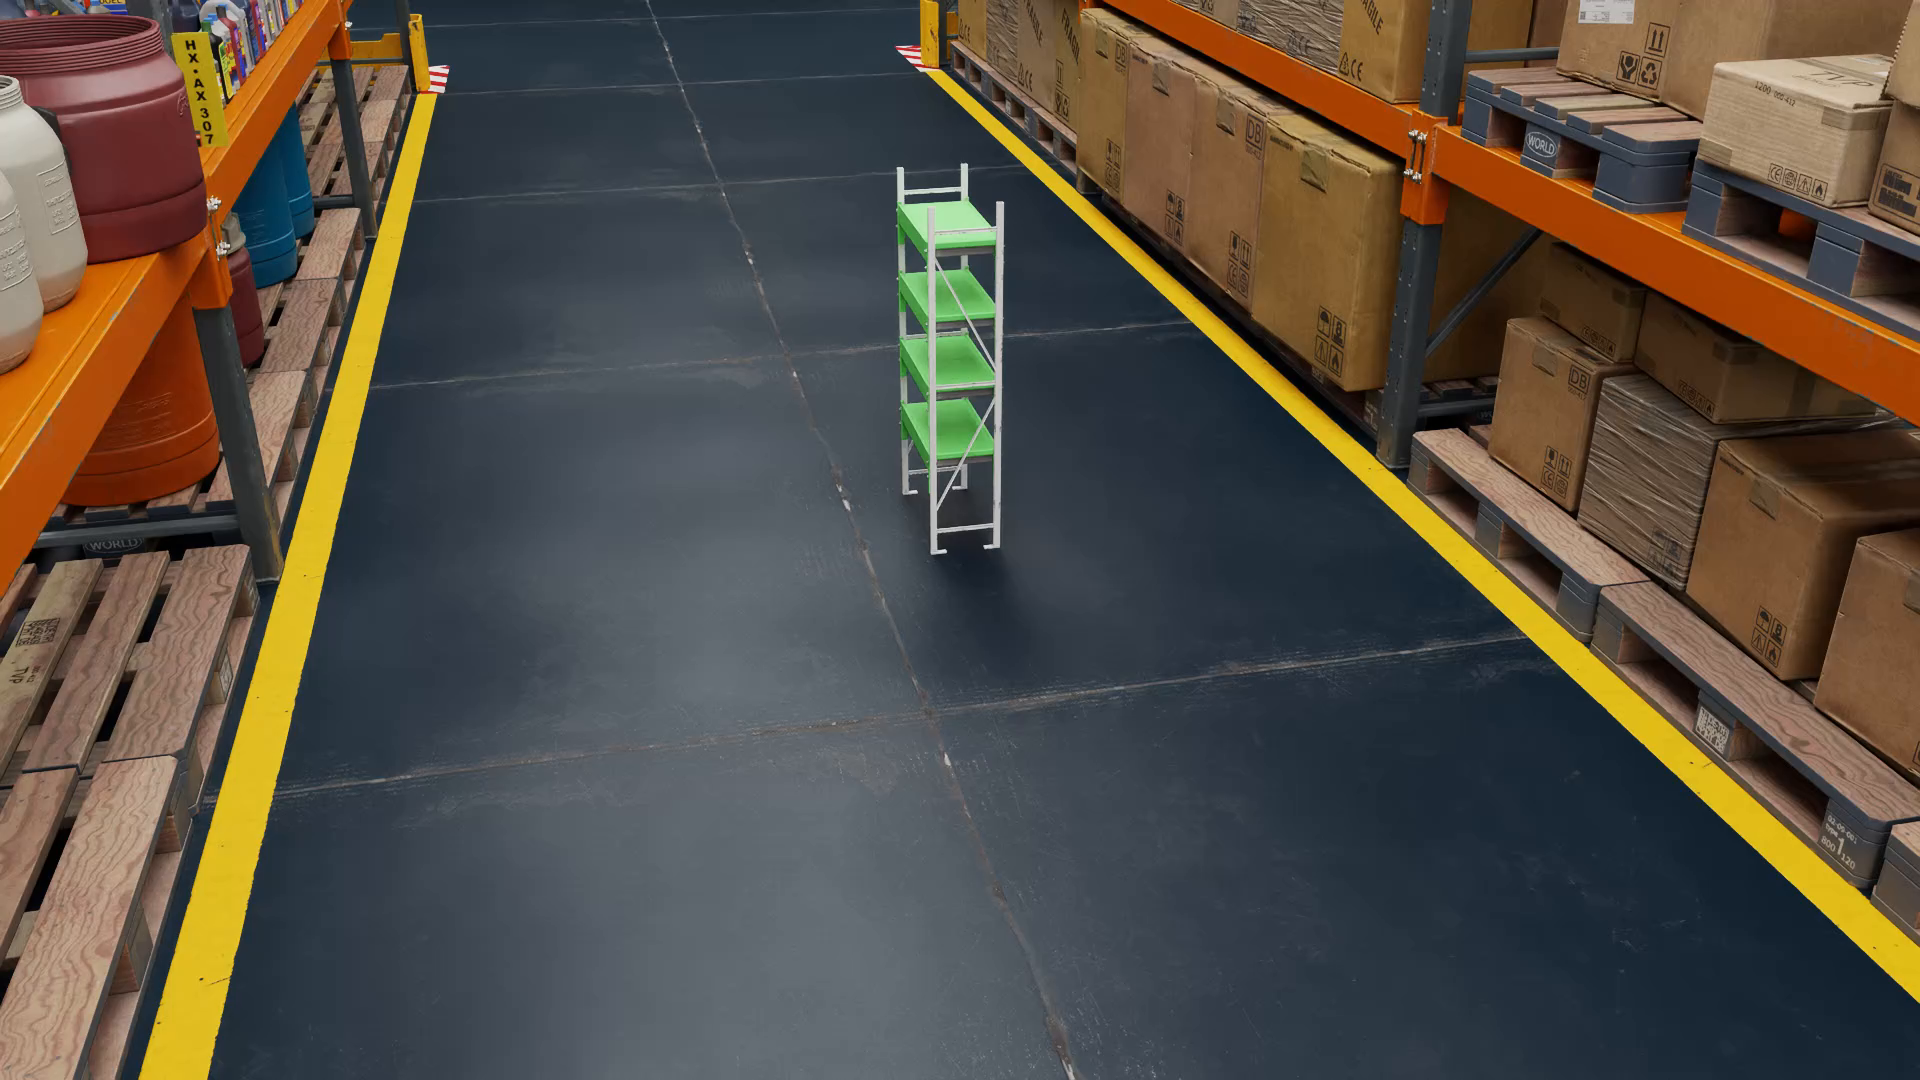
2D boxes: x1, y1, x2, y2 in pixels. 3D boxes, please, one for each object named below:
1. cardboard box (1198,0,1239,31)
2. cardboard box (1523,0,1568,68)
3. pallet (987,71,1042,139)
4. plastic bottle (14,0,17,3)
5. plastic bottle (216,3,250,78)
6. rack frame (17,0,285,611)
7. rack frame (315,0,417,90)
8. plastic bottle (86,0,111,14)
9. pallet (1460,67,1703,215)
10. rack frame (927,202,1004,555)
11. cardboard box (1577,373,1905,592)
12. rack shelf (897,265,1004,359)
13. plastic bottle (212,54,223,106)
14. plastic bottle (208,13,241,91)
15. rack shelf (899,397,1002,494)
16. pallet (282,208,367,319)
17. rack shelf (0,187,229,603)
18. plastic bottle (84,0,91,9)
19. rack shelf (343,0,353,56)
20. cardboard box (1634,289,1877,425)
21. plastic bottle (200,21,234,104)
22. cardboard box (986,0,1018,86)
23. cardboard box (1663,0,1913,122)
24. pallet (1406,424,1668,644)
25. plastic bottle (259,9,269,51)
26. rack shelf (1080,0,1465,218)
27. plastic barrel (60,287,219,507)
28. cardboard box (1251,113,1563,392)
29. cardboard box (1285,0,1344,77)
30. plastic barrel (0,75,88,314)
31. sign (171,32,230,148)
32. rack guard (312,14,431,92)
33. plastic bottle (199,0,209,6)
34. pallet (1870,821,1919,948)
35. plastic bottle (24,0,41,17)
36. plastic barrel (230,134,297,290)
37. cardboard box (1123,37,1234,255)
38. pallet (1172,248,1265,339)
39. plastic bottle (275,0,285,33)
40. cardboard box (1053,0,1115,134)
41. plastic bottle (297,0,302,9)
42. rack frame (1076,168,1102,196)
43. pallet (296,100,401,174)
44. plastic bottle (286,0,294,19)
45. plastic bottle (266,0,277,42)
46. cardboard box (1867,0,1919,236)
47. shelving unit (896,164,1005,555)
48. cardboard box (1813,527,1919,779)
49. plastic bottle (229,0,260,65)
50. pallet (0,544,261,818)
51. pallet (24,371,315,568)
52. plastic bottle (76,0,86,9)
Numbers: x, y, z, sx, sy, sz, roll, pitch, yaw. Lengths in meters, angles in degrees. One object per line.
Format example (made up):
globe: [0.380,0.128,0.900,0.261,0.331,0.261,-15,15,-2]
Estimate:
cardboard box: [1.396,-2.581,7.424,0.500,0.500,0.500,-5,27,-11]
cardboard box: [2.245,-1.960,6.194,0.500,0.500,0.500,-5,27,-10]
pallet: [0.814,-3.064,11.586,1.003,0.211,1.213,-6,27,-12]
plastic bottle: [-3.572,-1.895,6.305,0.061,0.283,0.133,-6,27,-12]
plastic bottle: [-2.778,-1.898,6.324,0.097,0.271,0.097,0,27,0]
rack frame: [-2.736,-1.172,4.742,1.000,3.000,0.127,-6,27,-12]
rack frame: [-4.539,-4.684,11.700,1.000,3.000,0.127,-6,27,-12]
plastic bottle: [-3.526,-2.110,6.821,0.097,0.201,0.097,0,27,0]
pallet: [2.354,-1.287,5.184,1.213,0.211,1.003,-6,27,-12]
rack frame: [0.018,-0.501,5.411,0.240,1.200,0.015,-6,27,-12]
cardboard box: [2.397,-0.221,5.144,0.700,0.500,0.500,-8,28,-16]
rack shelf: [-0.037,-0.766,5.544,0.258,0.148,0.480,-6,27,-12]
plastic bottle: [-2.609,-1.609,5.738,0.061,0.283,0.133,-6,27,-12]
plastic bottle: [-2.726,-1.796,6.123,0.097,0.271,0.097,0,27,0]
rack shelf: [-0.037,-0.337,5.761,0.258,0.148,0.480,-6,27,-12]
pallet: [-3.504,-1.340,8.170,1.003,0.211,1.213,-6,27,-12]
rack shelf: [-2.285,0.028,3.165,1.077,0.370,4.000,-6,27,-12]
plastic bottle: [-3.696,-2.224,6.965,0.152,0.276,0.135,-6,27,-12]
rack shelf: [-4.088,-3.484,10.123,1.077,0.370,4.000,-6,27,-12]
cardboard box: [2.399,-0.567,4.998,0.500,0.250,0.500,-3,27,-6]
plastic bottle: [-2.661,-1.710,5.939,0.061,0.283,0.133,-6,27,-12]
cardboard box: [0.714,-3.753,11.749,0.875,0.875,0.875,-6,27,-12]
cardboard box: [2.473,-1.439,4.695,0.700,0.500,0.500,-2,27,-4]
pallet: [2.264,-0.087,5.687,1.003,0.211,1.213,-6,27,-12]
plastic bottle: [-2.902,-2.108,6.818,0.097,0.201,0.097,0,27,0]
rack shelf: [1.639,-2.231,7.640,1.077,0.370,4.000,-6,27,-12]
plastic barrel: [-2.863,-0.603,5.559,0.600,0.830,0.708,-6,27,-12]
cardboard box: [1.954,-1.219,6.727,1.225,0.875,0.875,-7,28,-14]
cardboard box: [1.630,-2.130,6.530,0.500,0.500,0.500,-6,27,-12]
plastic barrel: [-2.296,-0.792,3.865,0.421,0.512,0.421,0,27,0]
sign: [-2.202,-1.303,4.822,0.100,0.325,0.005,-6,27,-12]
rack guard: [-4.557,-3.577,12.282,1.175,0.500,0.348,-6,27,-12]
plastic bottle: [-3.073,-2.166,6.856,0.097,0.271,0.097,0,27,0]
pallet: [2.814,0.985,3.565,1.003,0.211,1.213,-6,27,-12]
plastic bottle: [-3.513,-1.901,6.318,0.061,0.283,0.133,-6,27,-12]
plastic barrel: [-3.372,-1.627,7.507,0.600,0.901,0.708,-6,27,-12]
cardboard box: [1.554,-1.998,8.272,1.225,0.875,0.875,-7,28,-13]
pallet: [1.714,-1.318,8.127,1.003,0.211,1.213,-6,27,-12]
plastic bottle: [-3.038,-2.350,7.215,0.152,0.276,0.135,-6,27,-12]
cardboard box: [1.117,-2.967,10.192,0.875,0.875,0.875,-6,27,-12]
plastic bottle: [-3.137,-2.638,7.778,0.061,0.283,0.133,-6,27,-12]
rack frame: [1.188,-3.431,9.218,1.000,3.000,0.127,-6,27,-12]
pallet: [-4.120,-2.538,10.545,1.003,0.211,1.213,-6,27,-12]
plastic bottle: [-3.112,-2.535,7.499,0.144,0.351,0.185,-6,27,-12]
plastic bottle: [-2.955,-2.210,7.020,0.097,0.201,0.097,0,27,0]
cardboard box: [2.510,-0.904,3.631,0.797,0.503,0.637,-3,27,-6]
shelving unit: [-0.037,-0.608,5.624,0.258,1.200,0.503,-6,27,-12]
cardboard box: [2.658,0.272,4.167,0.700,0.500,0.500,-8,28,-16]
plastic bottle: [-2.863,-2.052,6.541,0.144,0.351,0.185,-6,27,-12]
pallet: [-2.599,0.417,4.689,1.003,0.211,1.213,-6,27,-12]
pallet: [-2.954,-0.269,6.048,1.003,0.211,1.213,-6,27,-12]
plastic bottle: [-3.644,-2.122,6.763,0.152,0.276,0.135,-6,27,-12]
